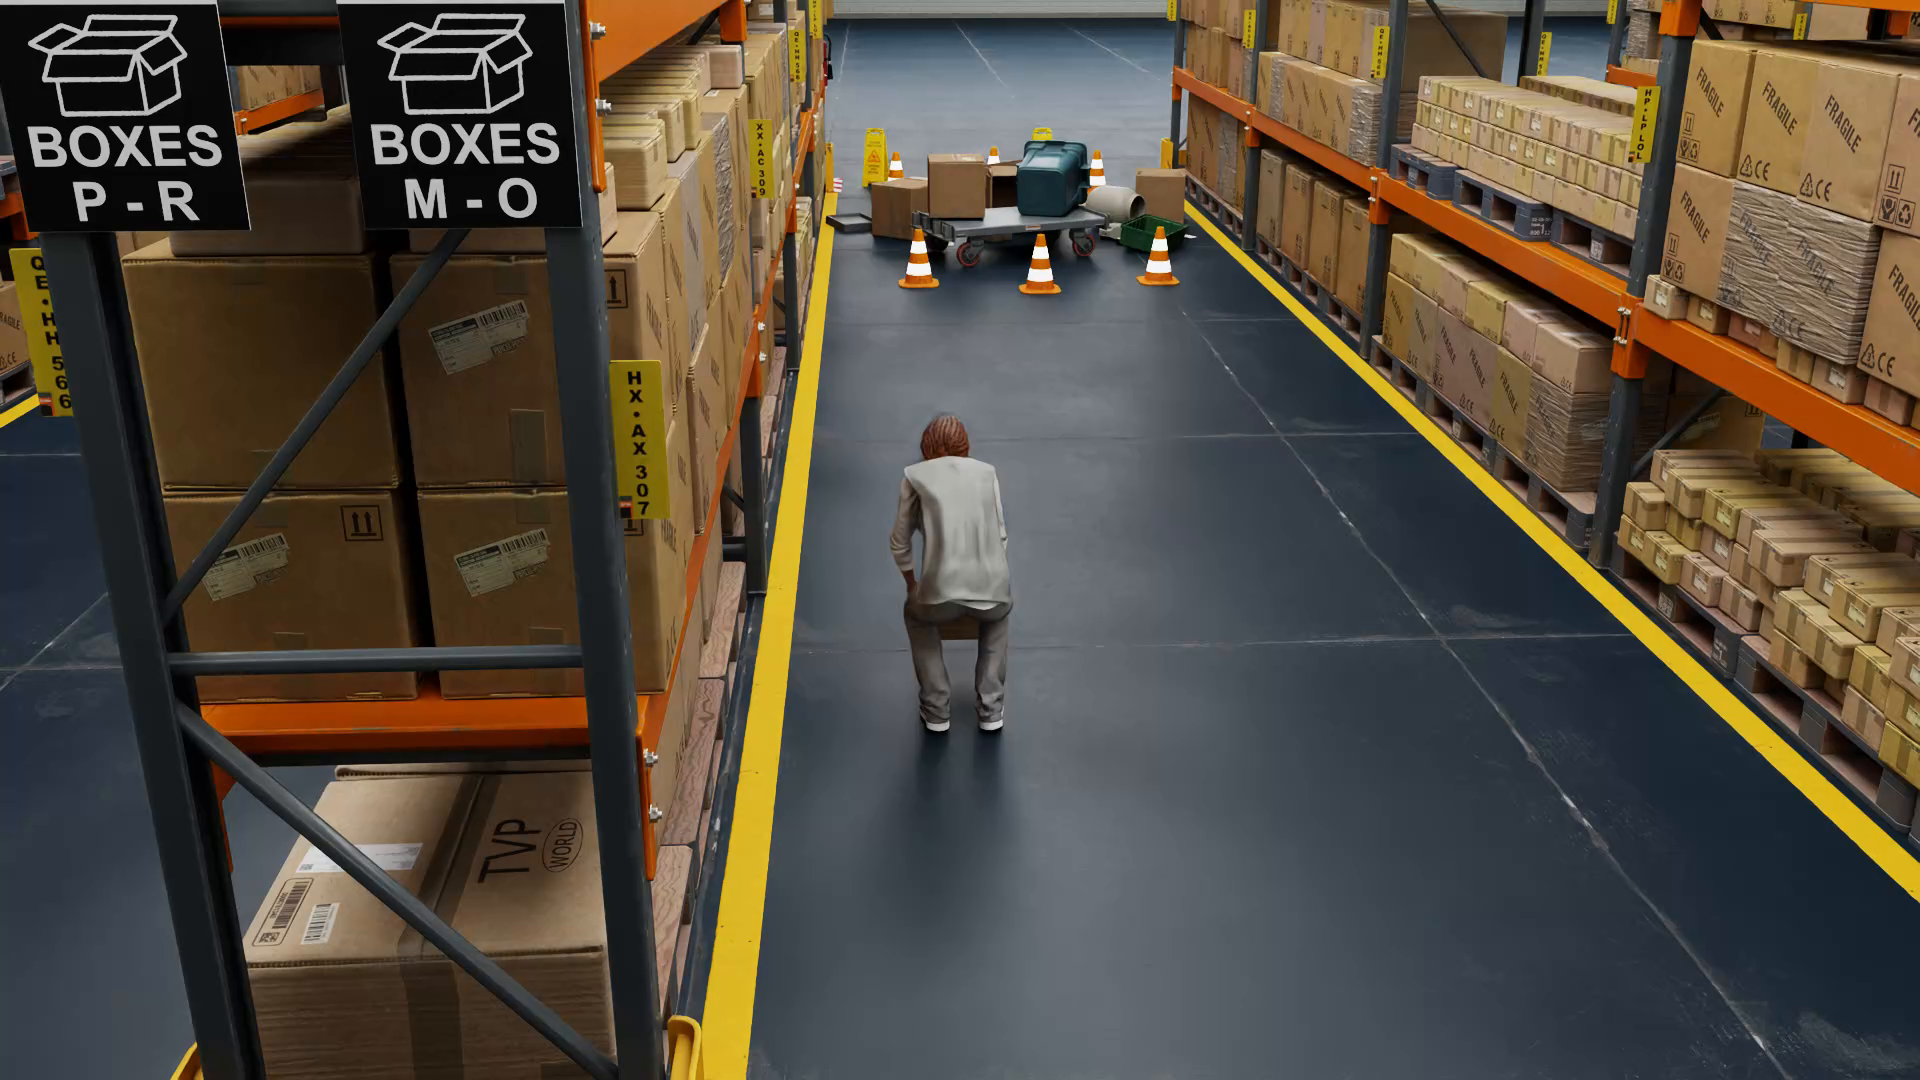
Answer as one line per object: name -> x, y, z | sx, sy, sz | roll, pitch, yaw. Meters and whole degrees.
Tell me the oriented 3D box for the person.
person -> -0.031, 0.159, 6.350 | 0.464, 1.122, 0.730 | -1, 21, -3
